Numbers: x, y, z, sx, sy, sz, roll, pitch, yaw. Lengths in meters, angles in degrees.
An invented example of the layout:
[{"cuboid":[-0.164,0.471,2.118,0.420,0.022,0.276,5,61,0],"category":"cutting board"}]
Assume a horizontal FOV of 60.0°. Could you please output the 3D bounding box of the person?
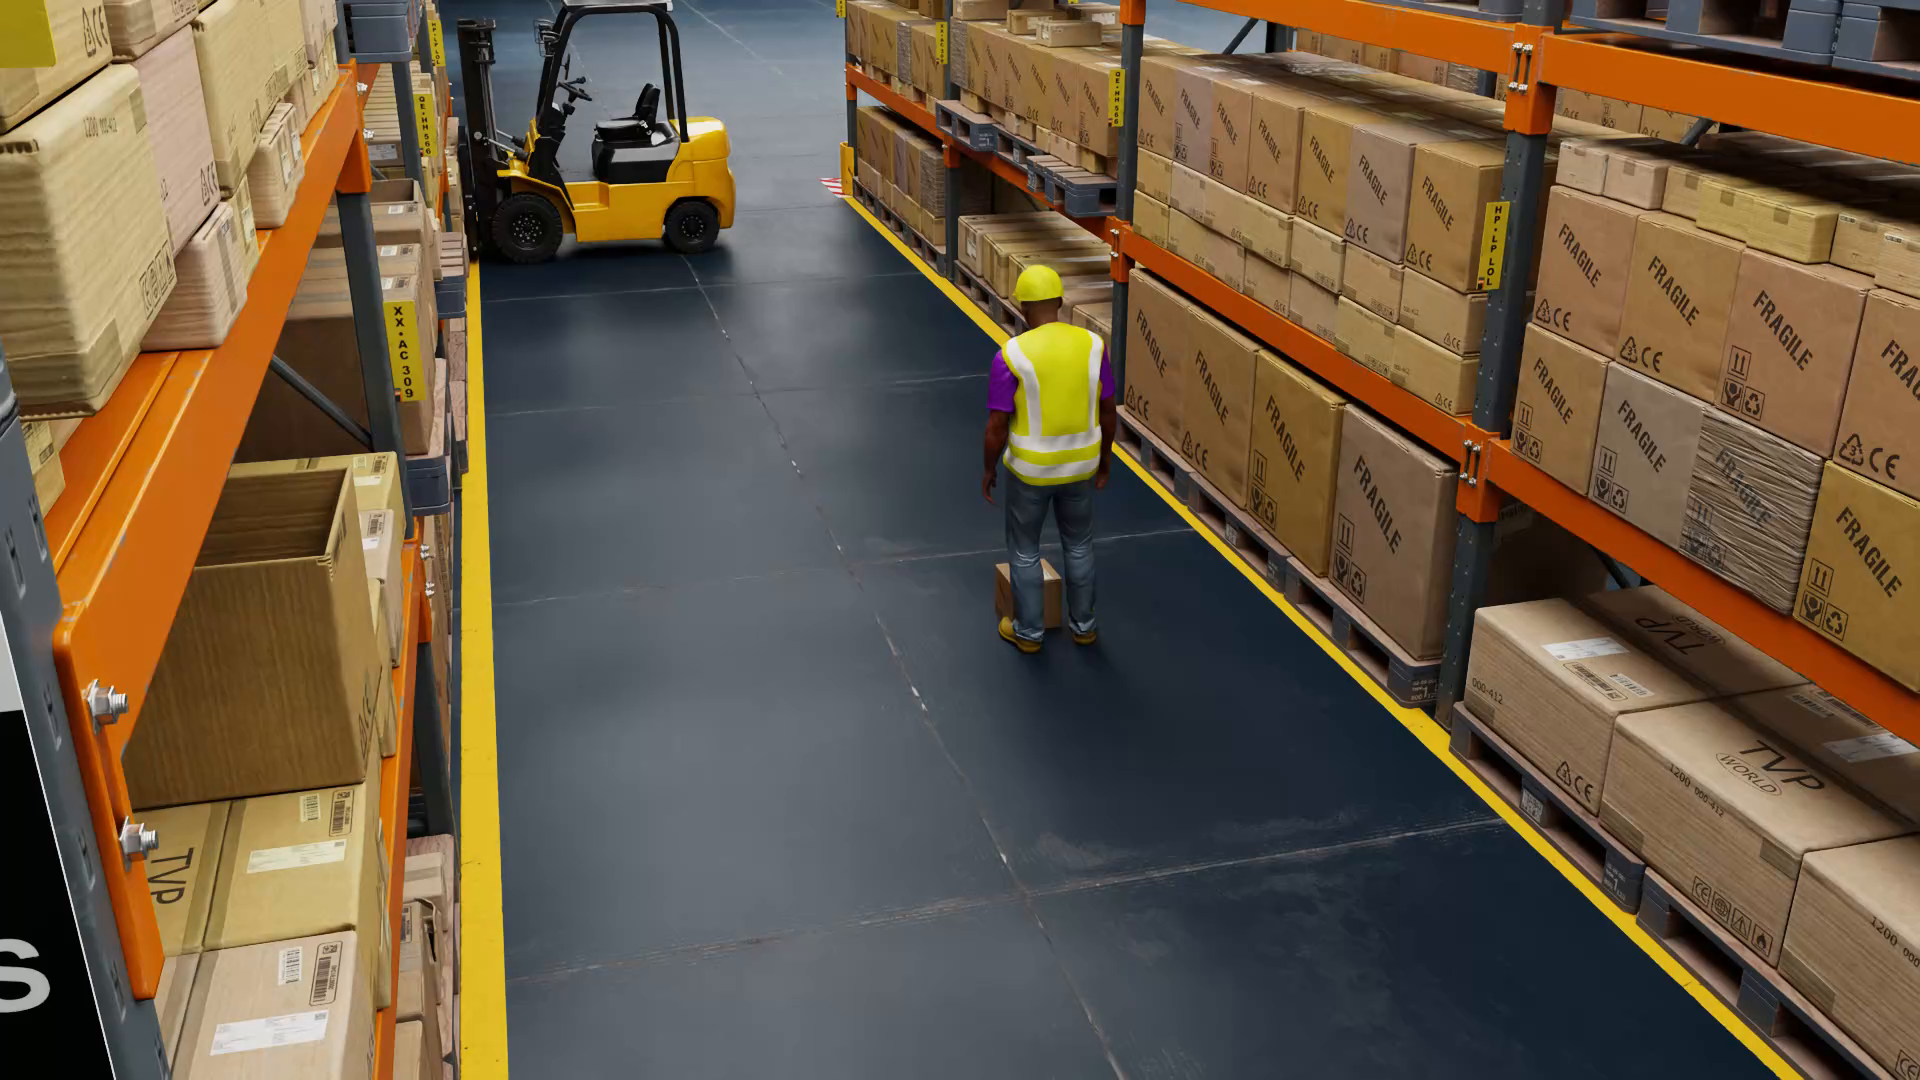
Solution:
[{"cuboid":[0.389,-0.346,7.397,0.629,1.759,0.460,-8,24,-17],"category":"person"}]
